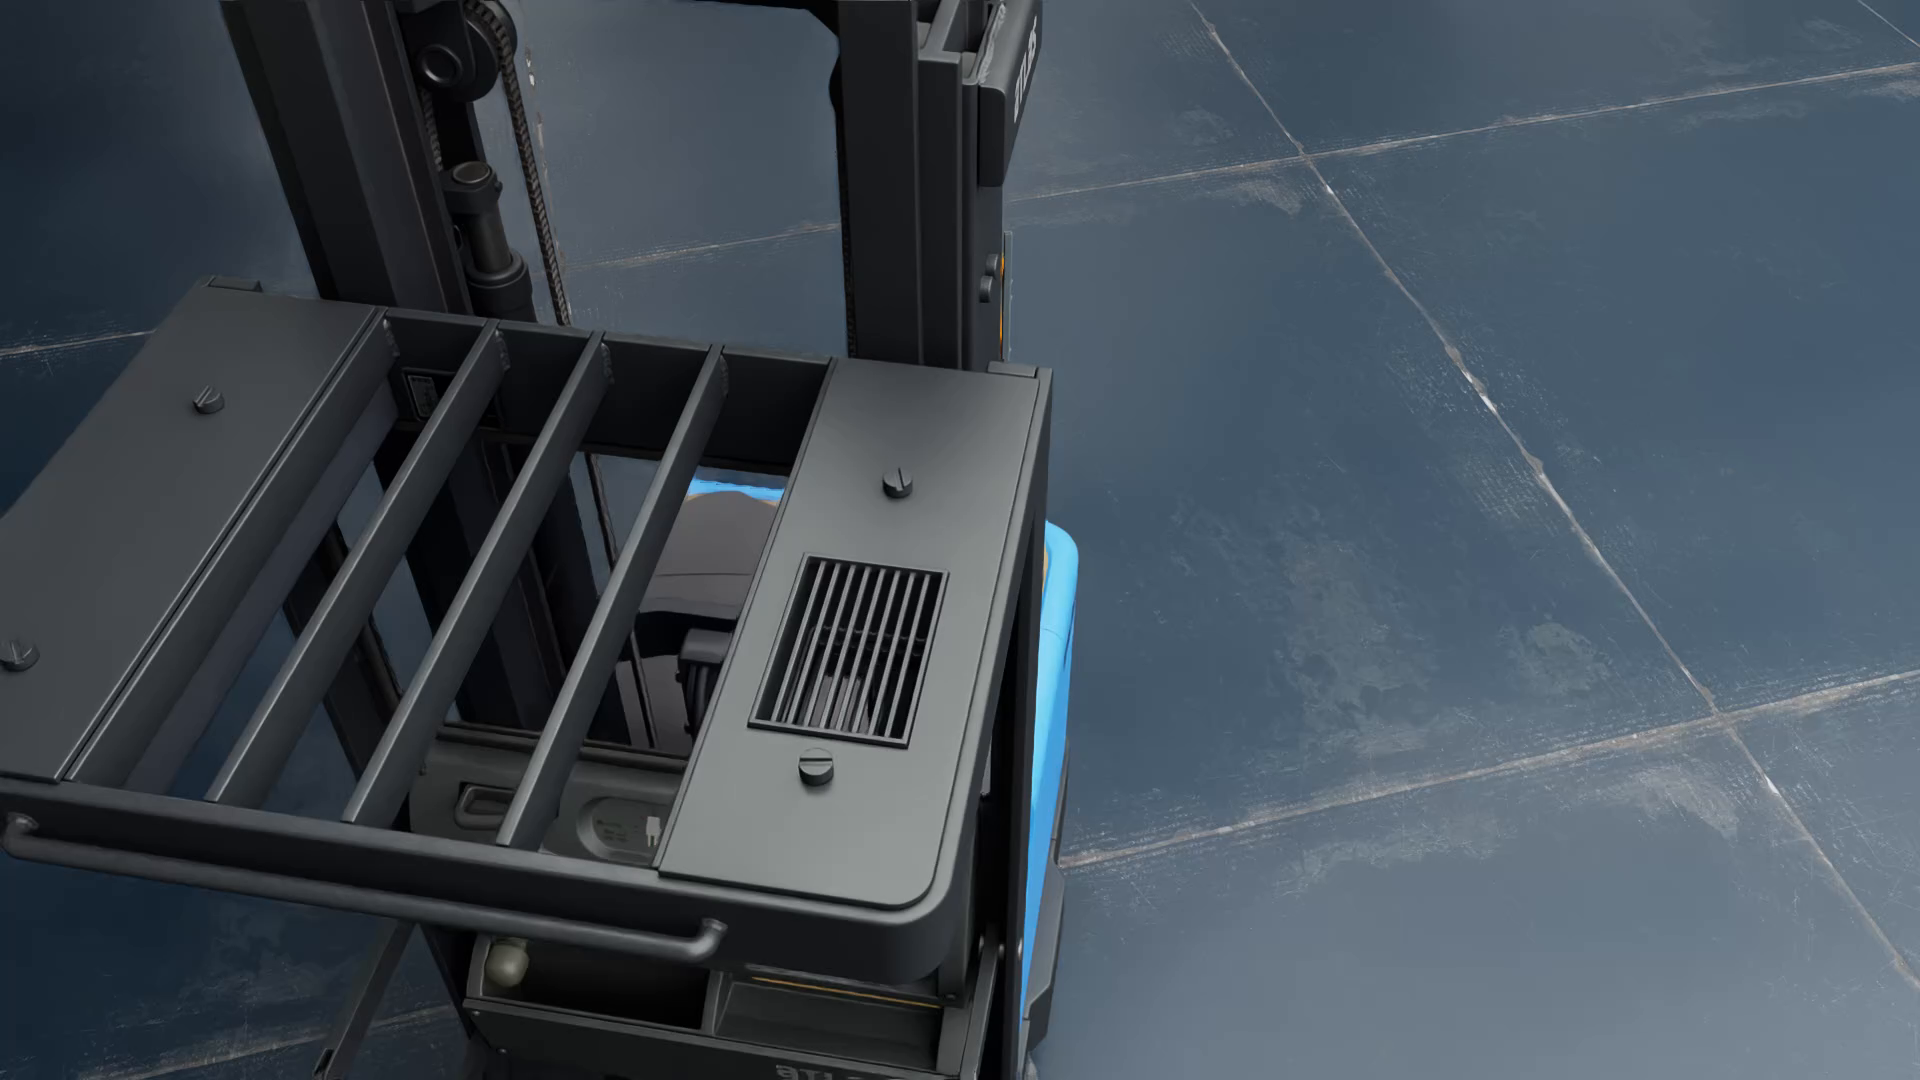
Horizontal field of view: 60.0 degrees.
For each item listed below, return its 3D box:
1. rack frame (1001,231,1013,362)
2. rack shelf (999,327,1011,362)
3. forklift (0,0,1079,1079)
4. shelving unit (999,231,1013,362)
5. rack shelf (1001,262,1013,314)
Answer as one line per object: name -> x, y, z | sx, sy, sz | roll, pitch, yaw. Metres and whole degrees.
rack frame -> 0.020, -0.366, 4.768 | 0.240, 1.200, 0.015 | -11, 47, -10
rack shelf -> -0.042, -0.644, 4.822 | 0.258, 0.148, 0.480 | -11, 47, -10
forklift -> -0.474, 0.665, 2.546 | 1.130, 2.935, 3.031 | 7, 46, 7
shelving unit -> -0.042, -0.534, 4.933 | 0.258, 1.200, 0.503 | -11, 47, -10
rack shelf -> -0.042, -0.809, 4.653 | 0.258, 0.148, 0.480 | -11, 47, -10
